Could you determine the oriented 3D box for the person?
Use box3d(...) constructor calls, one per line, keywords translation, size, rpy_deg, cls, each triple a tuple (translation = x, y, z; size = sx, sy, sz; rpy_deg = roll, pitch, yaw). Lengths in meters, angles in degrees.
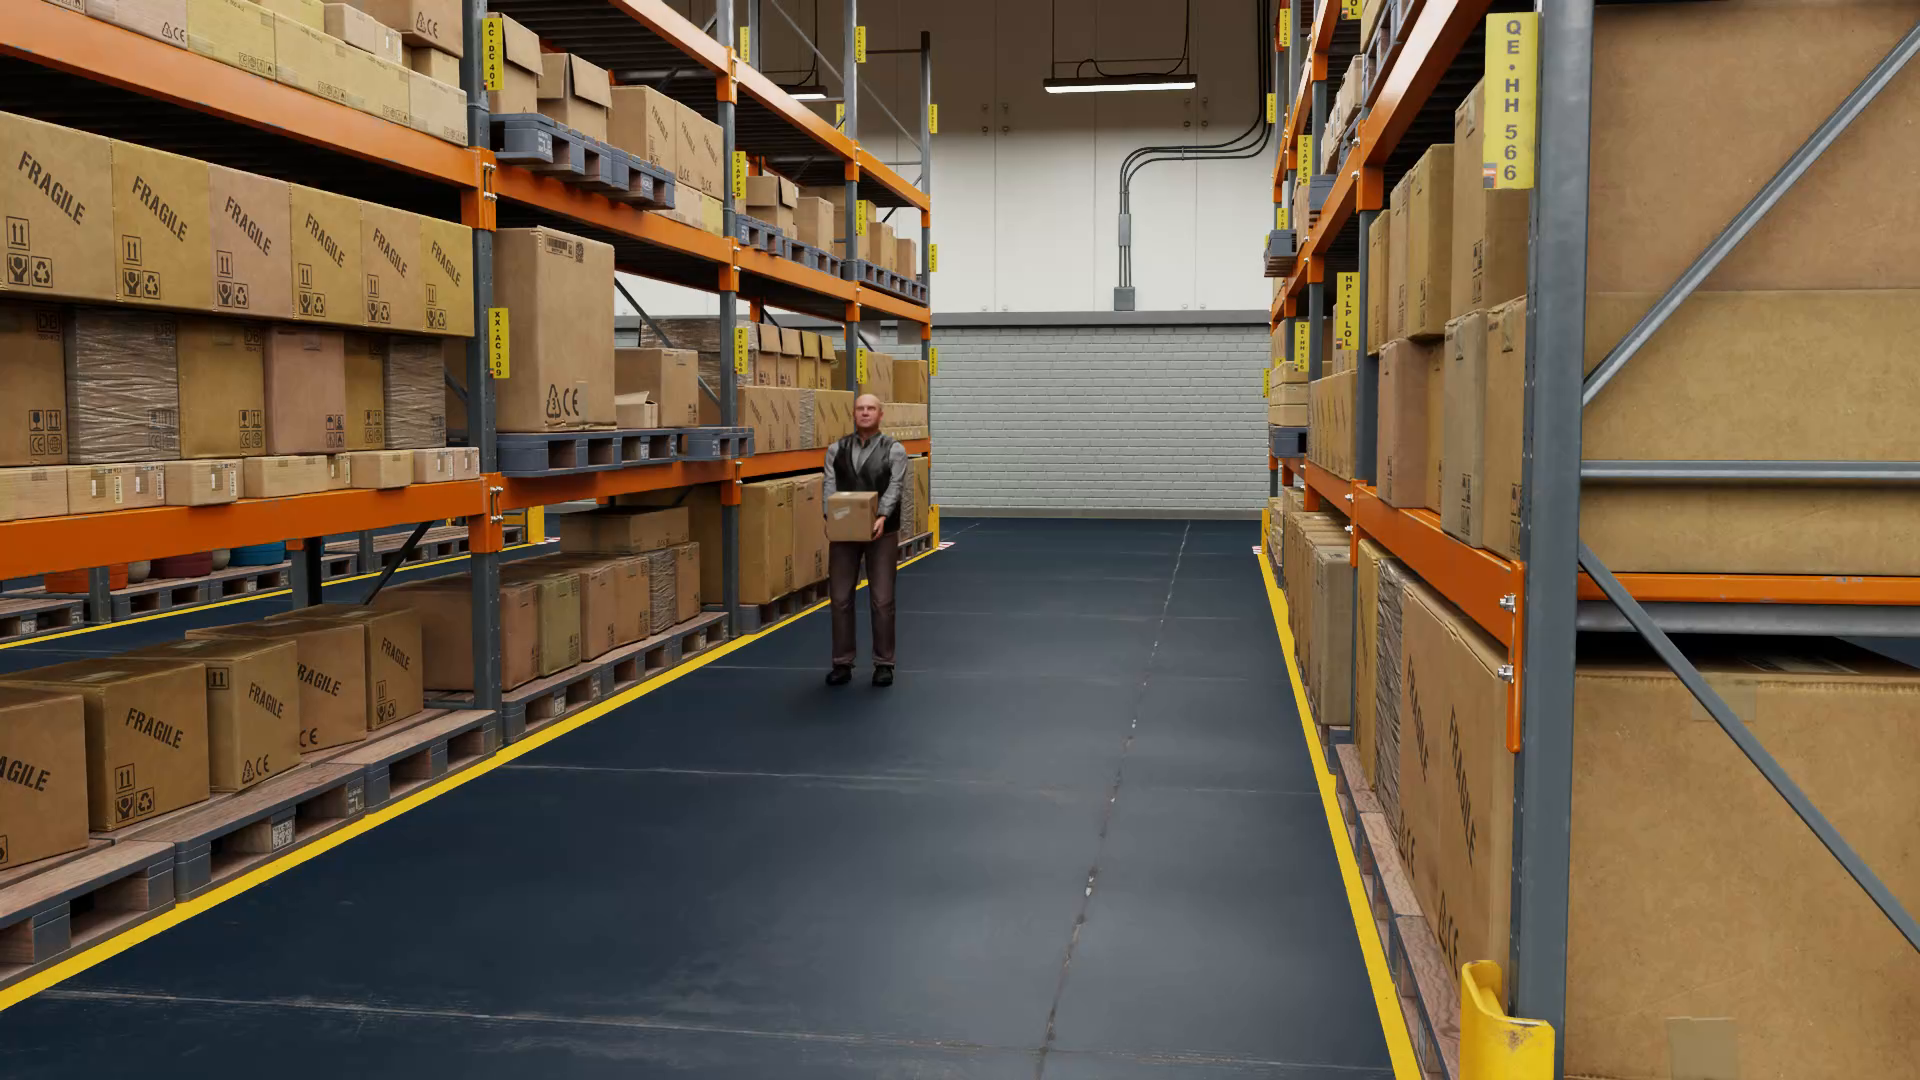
box3d(translation=(-0.576, -0.002, 9.835), size=(0.502, 1.718, 0.552), rpy_deg=(1, 4, 8), cls="person")
